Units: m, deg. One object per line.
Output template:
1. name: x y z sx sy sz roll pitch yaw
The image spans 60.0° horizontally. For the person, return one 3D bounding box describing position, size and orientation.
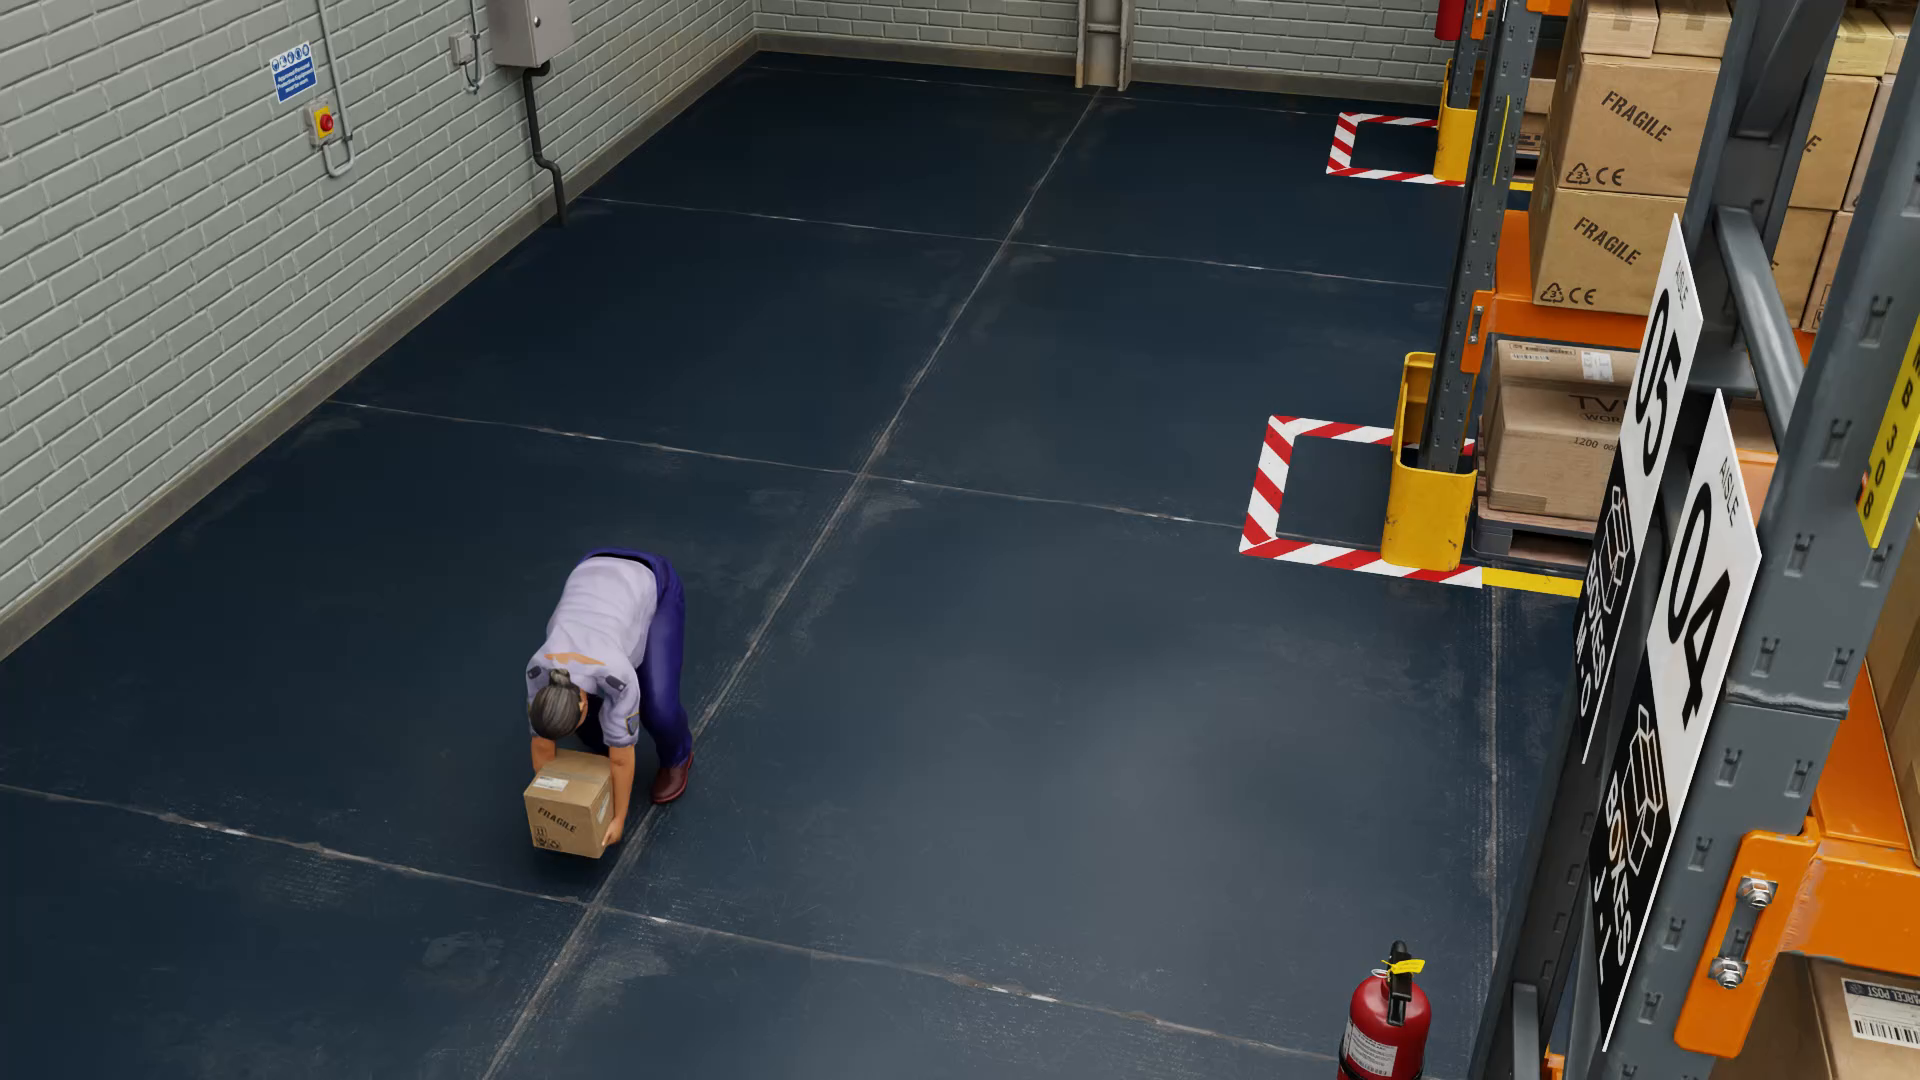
1. person: -1.256 0.587 5.908 0.505 0.933 0.905 7 34 10
